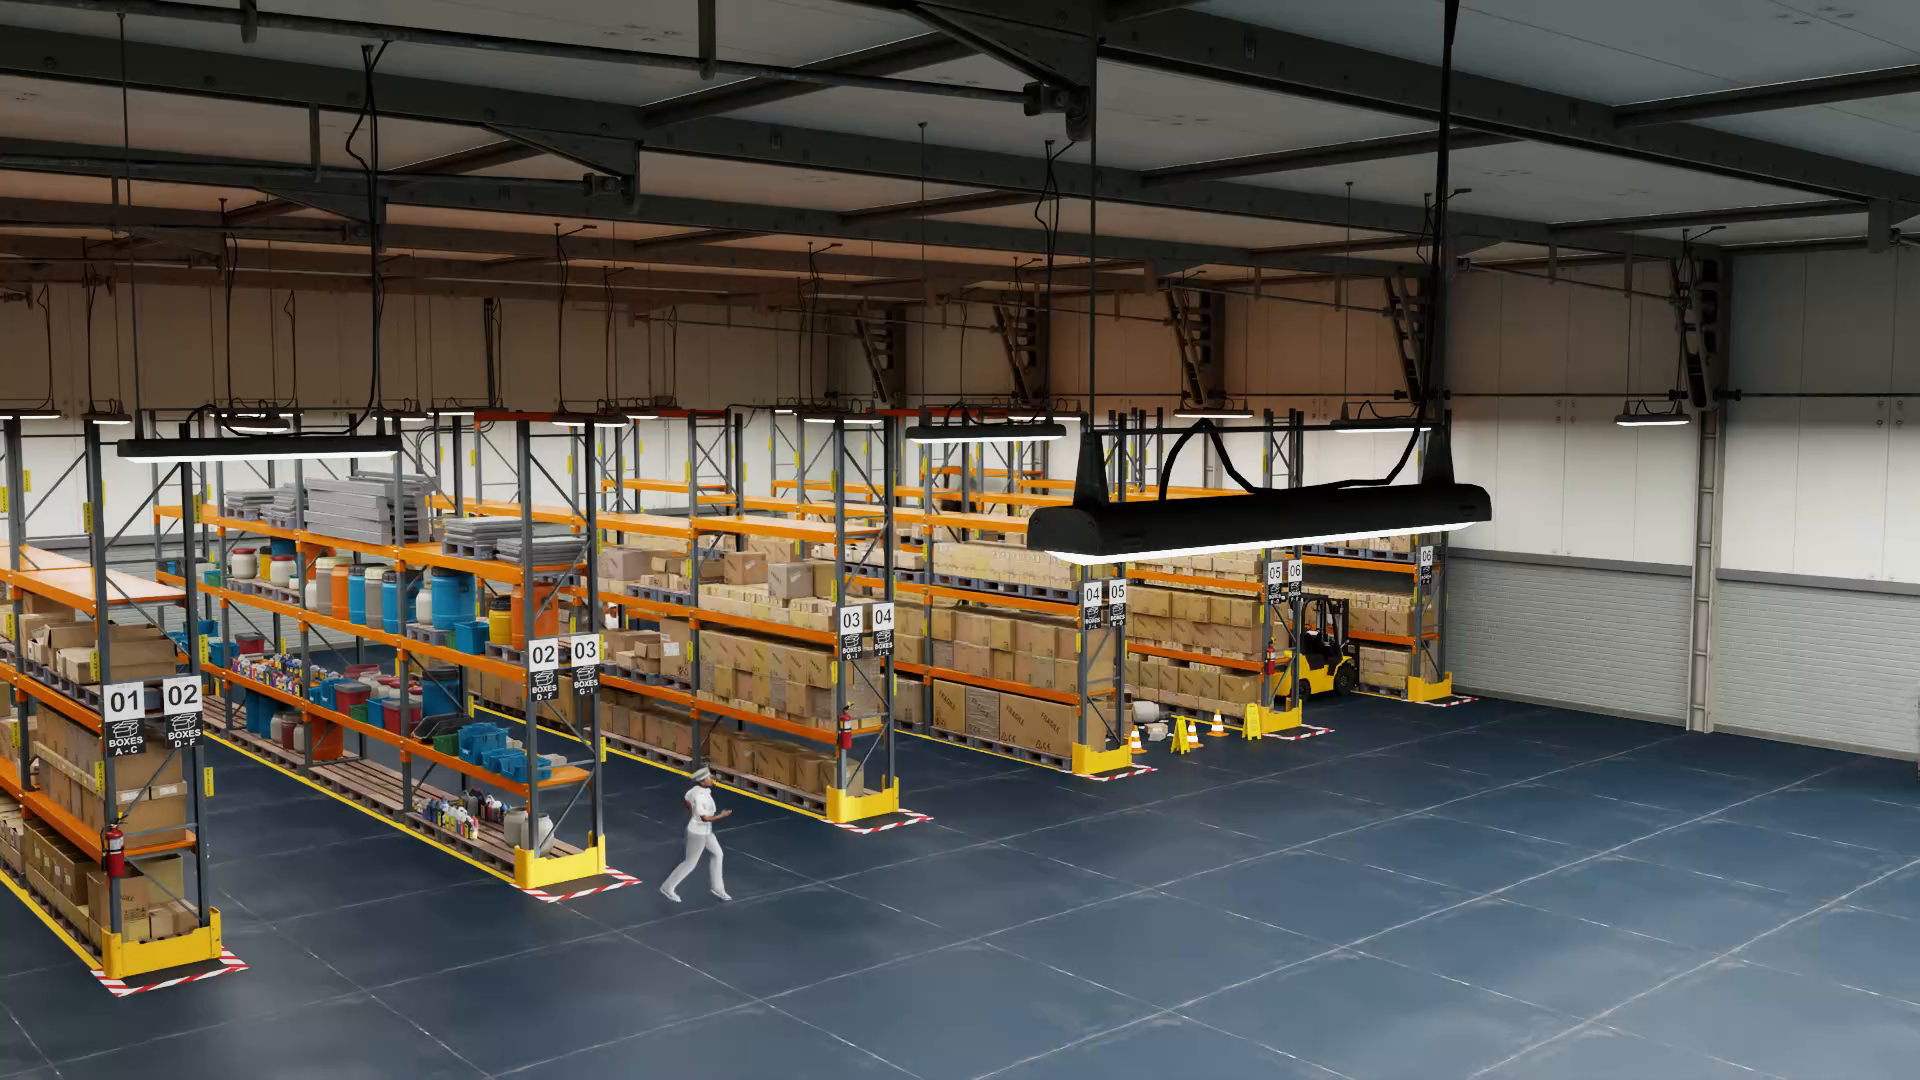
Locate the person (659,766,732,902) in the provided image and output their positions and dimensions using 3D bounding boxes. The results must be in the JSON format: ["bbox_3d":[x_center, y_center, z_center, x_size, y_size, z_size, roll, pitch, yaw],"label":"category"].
[{"bbox_3d":[-3.290,3.673,20.690,0.894,1.744,0.589,-1,5,-6],"label":"person"}]

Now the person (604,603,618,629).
[{"bbox_3d":[-7.636,2.221,36.759,0.685,1.720,0.633,-4,7,-42],"label":"person"}]

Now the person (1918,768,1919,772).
[{"bbox_3d":[15.899,3.121,26.624,0.954,1.720,0.662,2,5,22],"label":"person"}]
